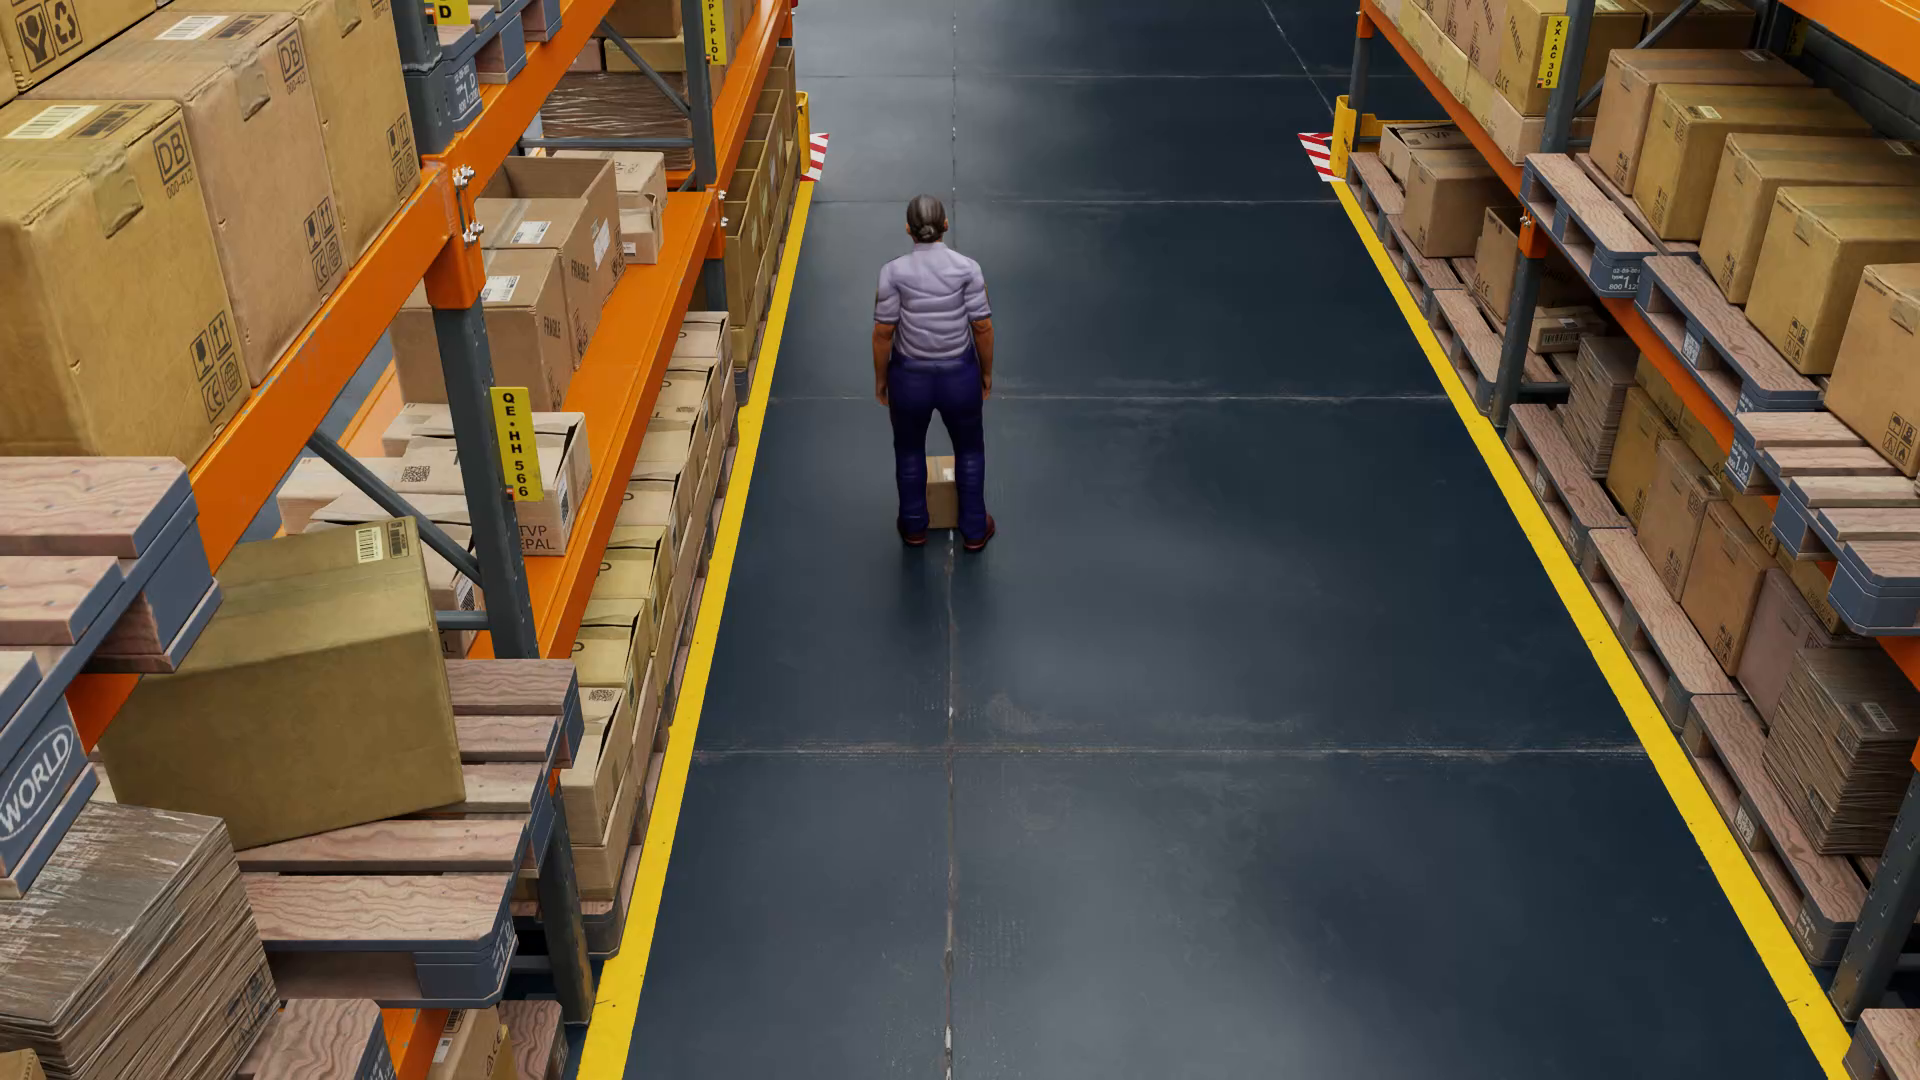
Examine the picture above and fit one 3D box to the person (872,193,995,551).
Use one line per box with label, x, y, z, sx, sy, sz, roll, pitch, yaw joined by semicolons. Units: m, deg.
person;-0.105;-0.709;7.295;0.549;1.646;0.425;-2;32;-2
